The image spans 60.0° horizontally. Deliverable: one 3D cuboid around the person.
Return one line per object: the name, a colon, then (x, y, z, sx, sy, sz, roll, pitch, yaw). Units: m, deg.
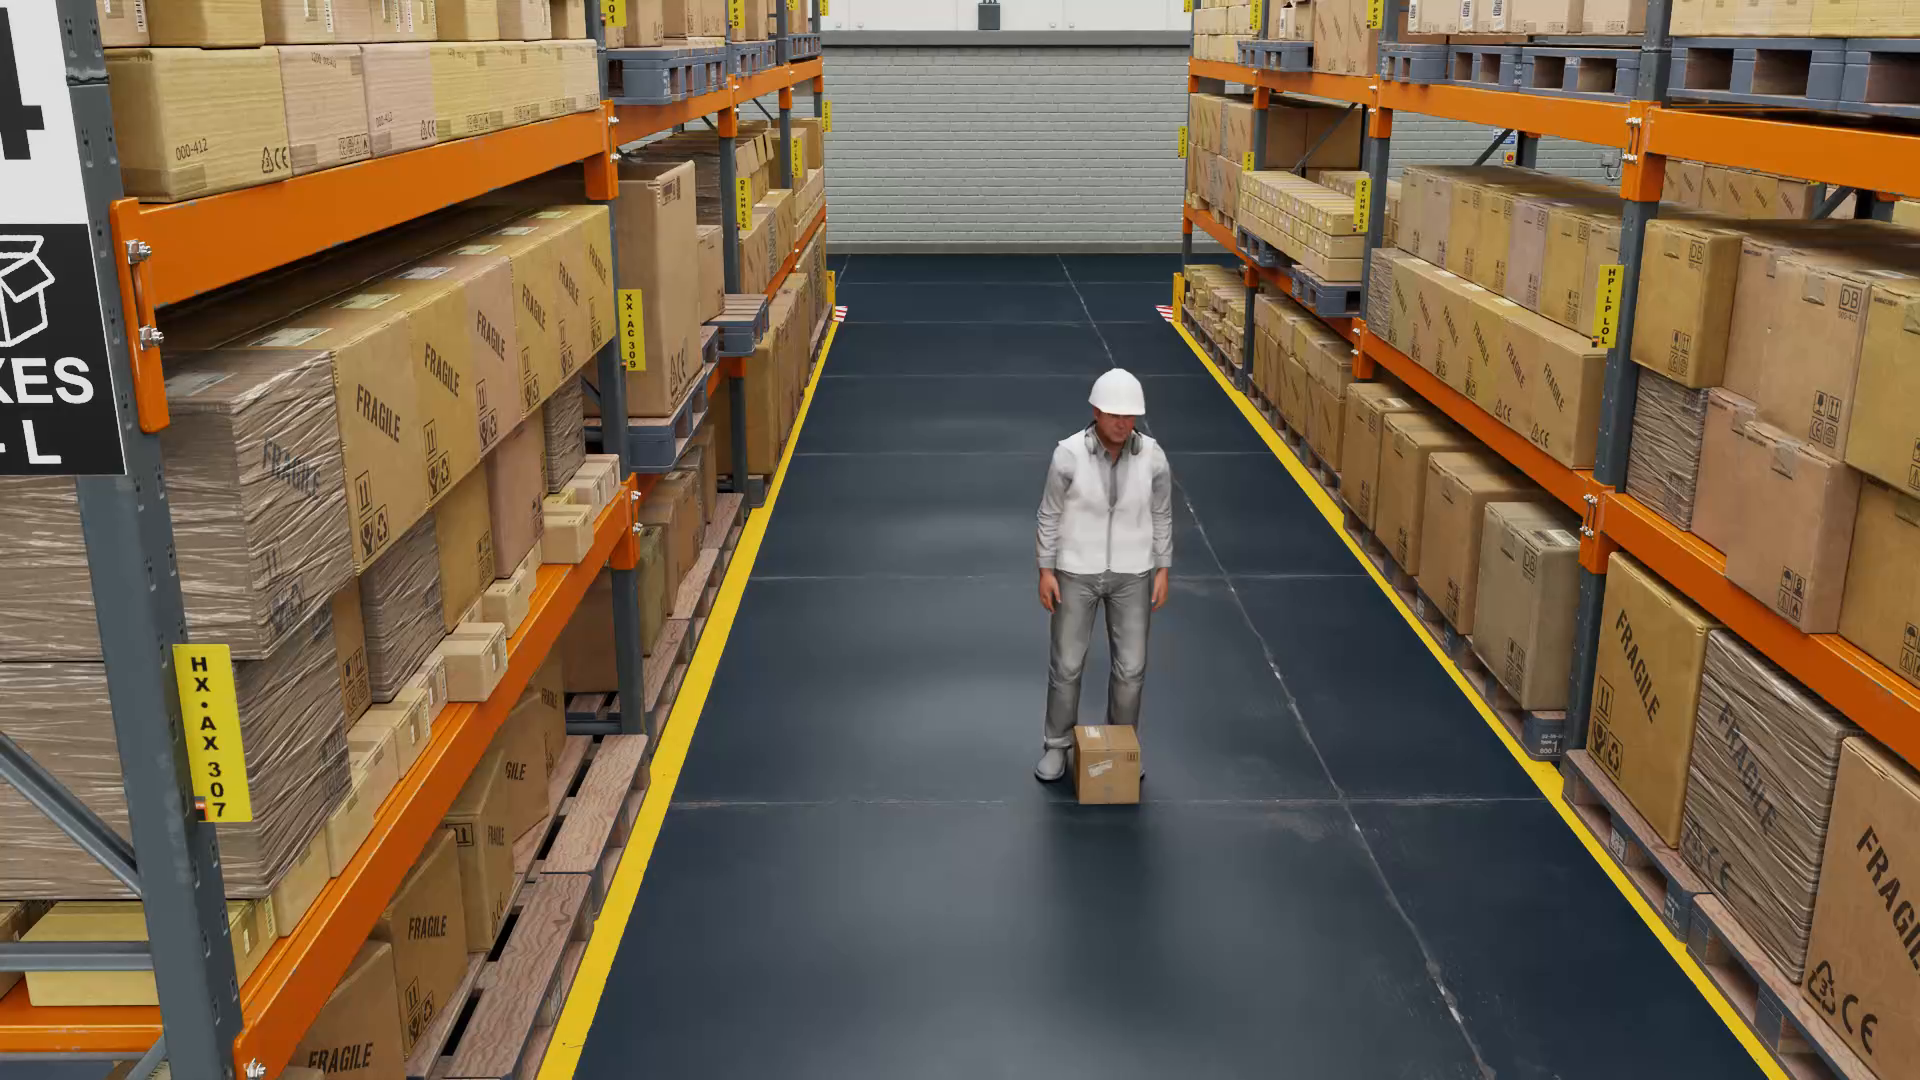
person: (0.610, 0.143, 7.038, 0.587, 1.767, 0.463, -1, 17, -4)
